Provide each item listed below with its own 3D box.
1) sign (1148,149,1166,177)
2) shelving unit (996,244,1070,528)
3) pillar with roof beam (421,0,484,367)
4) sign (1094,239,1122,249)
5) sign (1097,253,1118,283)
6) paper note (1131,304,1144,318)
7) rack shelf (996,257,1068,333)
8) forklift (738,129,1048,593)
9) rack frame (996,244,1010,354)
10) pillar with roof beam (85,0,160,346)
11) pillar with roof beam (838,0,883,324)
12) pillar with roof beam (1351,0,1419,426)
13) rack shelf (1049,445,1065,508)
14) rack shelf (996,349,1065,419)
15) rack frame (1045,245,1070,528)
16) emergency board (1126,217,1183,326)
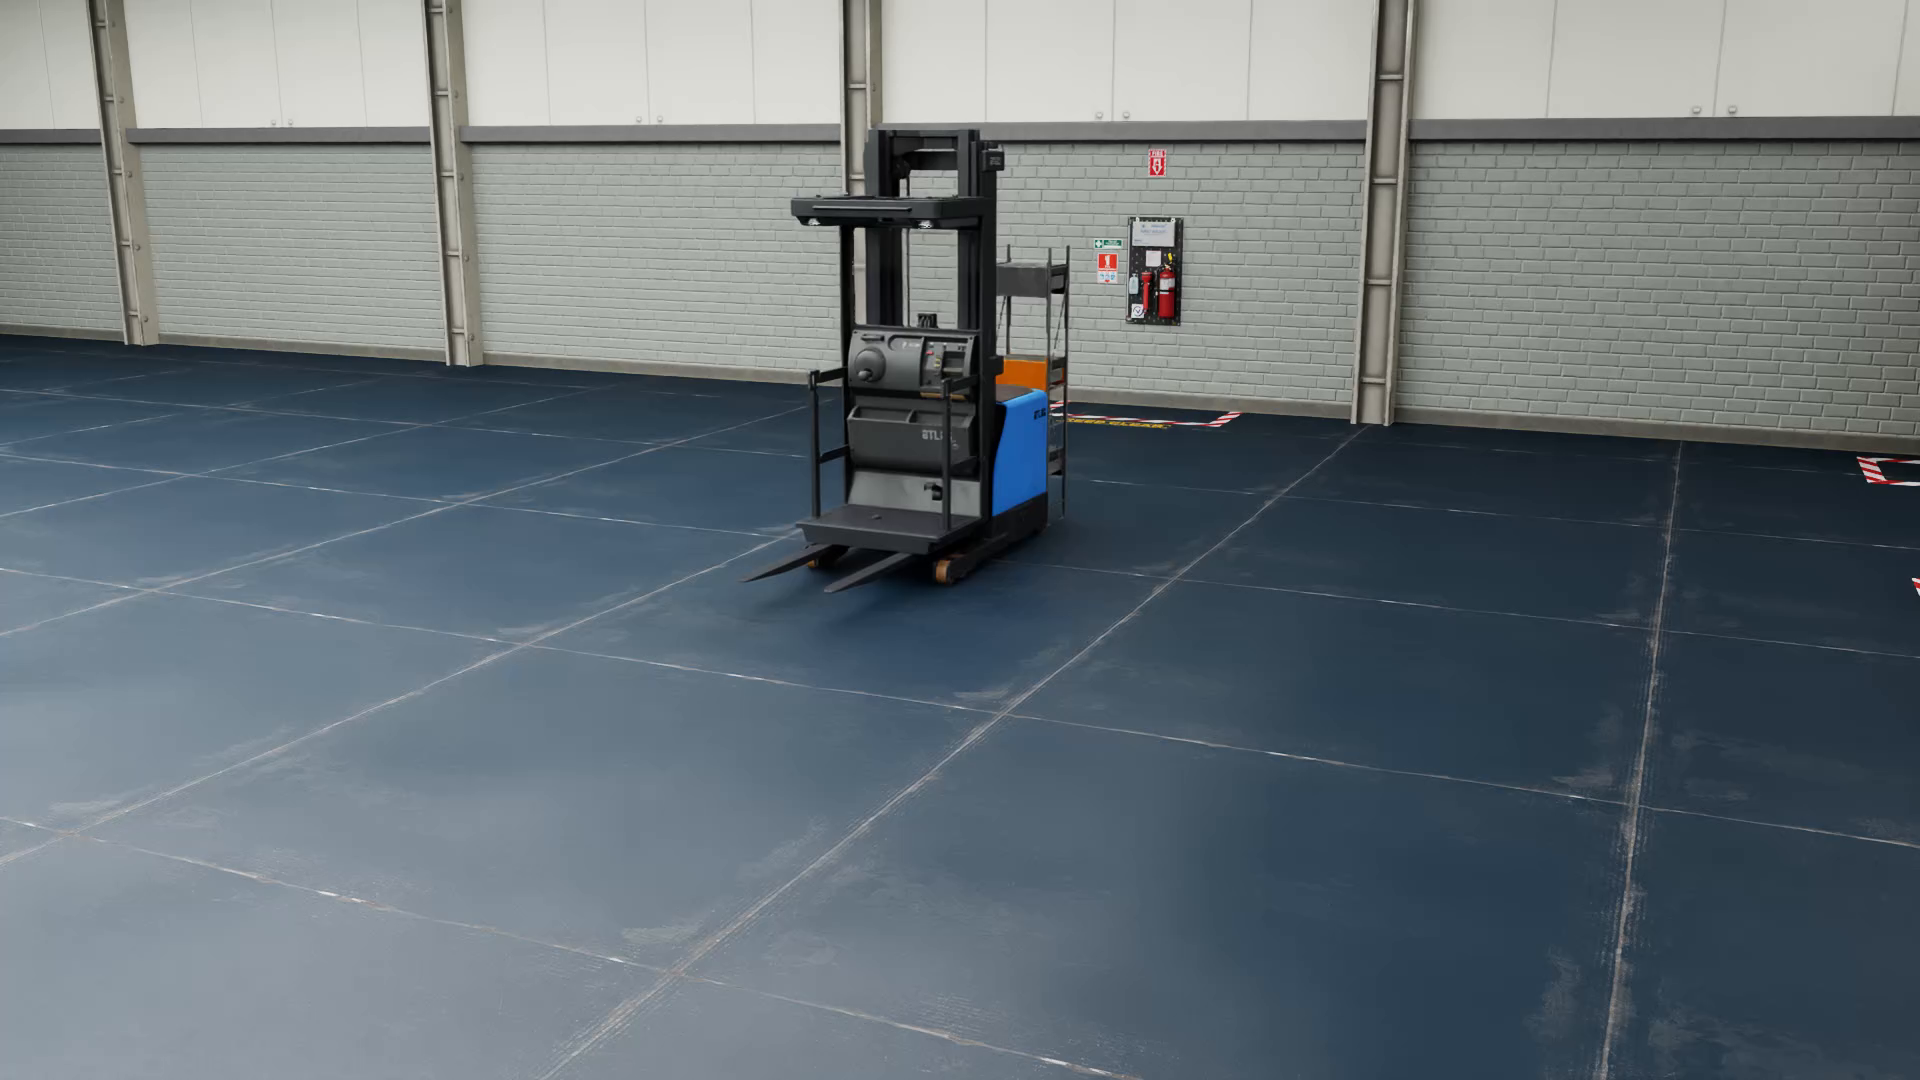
[{"bbox_3d":[2.139,-4.087,18.033,0.199,0.298,0.001,6,14,23],"label":"sign"},{"bbox_3d":[0.516,-1.183,12.699,0.503,2.100,0.431,6,15,24],"label":"shelving unit"},{"bbox_3d":[-8.365,-5.832,17.412,0.400,9.000,9.100,6,14,23],"label":"pillar with roof beam"},{"bbox_3d":[1.643,-3.283,18.441,0.331,0.109,0.001,6,14,23],"label":"sign"},{"bbox_3d":[1.642,-3.027,18.512,0.234,0.329,0.001,6,14,23],"label":"sign"},{"bbox_3d":[1.972,-2.539,18.438,0.142,0.148,0.016,6,14,23],"label":"paper note"},{"bbox_3d":[0.516,-1.851,12.542,0.480,0.518,0.431,6,15,24],"label":"rack shelf"},{"bbox_3d":[-0.423,-1.244,11.140,1.130,2.935,3.031,6,15,24],"label":"forklift"},{"bbox_3d":[0.295,-1.207,12.800,0.015,2.100,0.400,6,15,24],"label":"rack frame"},{"bbox_3d":[-13.851,-6.388,19.778,0.400,9.000,9.100,6,14,23],"label":"pillar with roof beam"},{"bbox_3d":[-2.880,-5.277,15.046,0.400,9.000,9.100,6,14,23],"label":"pillar with roof beam"},{"bbox_3d":[2.606,-4.722,12.680,0.400,9.000,9.100,6,14,23],"label":"pillar with roof beam"},{"bbox_3d":[0.516,-0.488,12.862,0.480,0.518,0.431,6,15,24],"label":"rack shelf"},{"bbox_3d":[0.516,-1.170,12.702,0.480,0.518,0.431,6,15,24],"label":"rack shelf"},{"bbox_3d":[0.737,-1.159,12.598,0.015,2.100,0.400,6,15,24],"label":"rack frame"},{"bbox_3d":[2.106,-2.937,18.206,0.643,1.169,0.194,6,14,23],"label":"emergency board"}]
